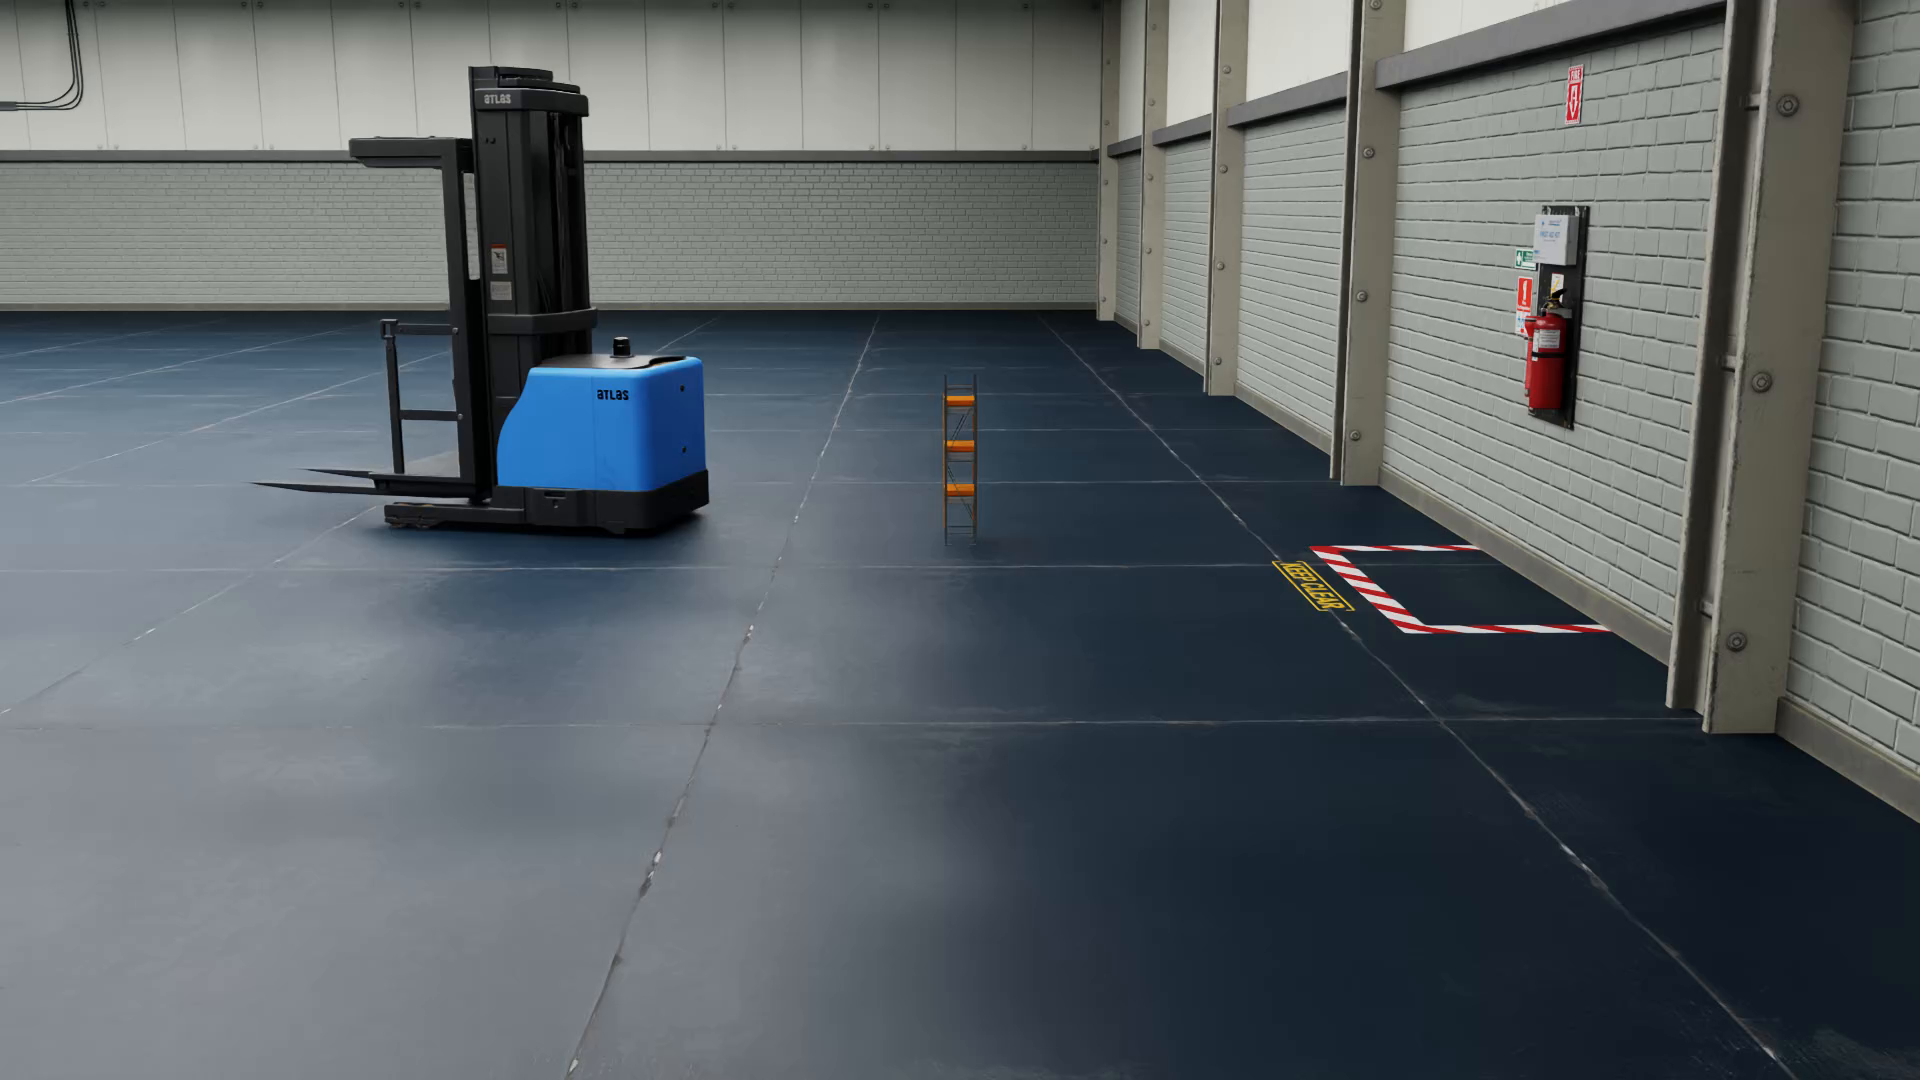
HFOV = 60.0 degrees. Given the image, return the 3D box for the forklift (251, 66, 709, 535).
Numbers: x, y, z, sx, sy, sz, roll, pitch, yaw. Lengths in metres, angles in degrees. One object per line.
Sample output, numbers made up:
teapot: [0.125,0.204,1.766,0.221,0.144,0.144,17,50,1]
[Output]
forklift: [-3.300,-1.604,11.092,3.031,2.935,1.130,3,12,13]

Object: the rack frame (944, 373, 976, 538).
rack frame: [-0.001,-0.528,10.522,0.200,1.050,0.008,0,11,-1]

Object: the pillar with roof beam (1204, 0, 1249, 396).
pillar with roof beam: [-1.384,-6.037,17.685,9.100,9.000,0.400,0,11,-1]

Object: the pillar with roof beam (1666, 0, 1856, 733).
pillar with roof beam: [-1.136,-3.652,5.927,9.100,9.000,0.400,0,11,-1]

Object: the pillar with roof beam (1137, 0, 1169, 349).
pillar with roof beam: [-1.508,-7.230,23.564,9.100,9.000,0.400,0,11,-1]

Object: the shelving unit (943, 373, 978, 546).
shelving unit: [0.001,-0.504,10.402,0.215,1.050,0.252,0,11,-1]

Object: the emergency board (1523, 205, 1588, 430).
emergency board: [3.155,-1.221,9.033,0.194,1.169,0.643,0,11,-1]

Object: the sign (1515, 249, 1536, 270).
sign: [3.238,-1.608,9.516,0.001,0.109,0.331,0,11,-1]

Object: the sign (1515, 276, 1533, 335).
sign: [3.247,-1.349,9.573,0.001,0.329,0.234,0,11,-1]

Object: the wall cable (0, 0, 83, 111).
wall cable: [-18.068,-10.605,31.644,2.305,6.003,0.169,0,11,-1]

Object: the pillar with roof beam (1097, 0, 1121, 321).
pillar with roof beam: [-1.632,-8.423,29.443,9.100,9.000,0.400,0,11,-1]

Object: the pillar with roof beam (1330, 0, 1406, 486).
pillar with roof beam: [-1.260,-4.845,11.806,9.100,9.000,0.400,0,11,-1]

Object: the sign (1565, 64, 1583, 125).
sign: [3.254,-2.359,8.813,0.001,0.298,0.199,0,11,-1]

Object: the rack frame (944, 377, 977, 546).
rack frame: [0.004,-0.480,10.283,0.200,1.050,0.008,0,11,-1]

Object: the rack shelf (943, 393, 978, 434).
rack shelf: [0.001,-0.772,10.348,0.215,0.259,0.240,0,11,-1]

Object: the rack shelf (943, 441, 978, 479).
rack shelf: [0.001,-0.494,10.404,0.215,0.259,0.240,0,11,-1]

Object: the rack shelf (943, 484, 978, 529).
rack shelf: [0.001,-0.221,10.460,0.215,0.259,0.240,0,11,-1]
